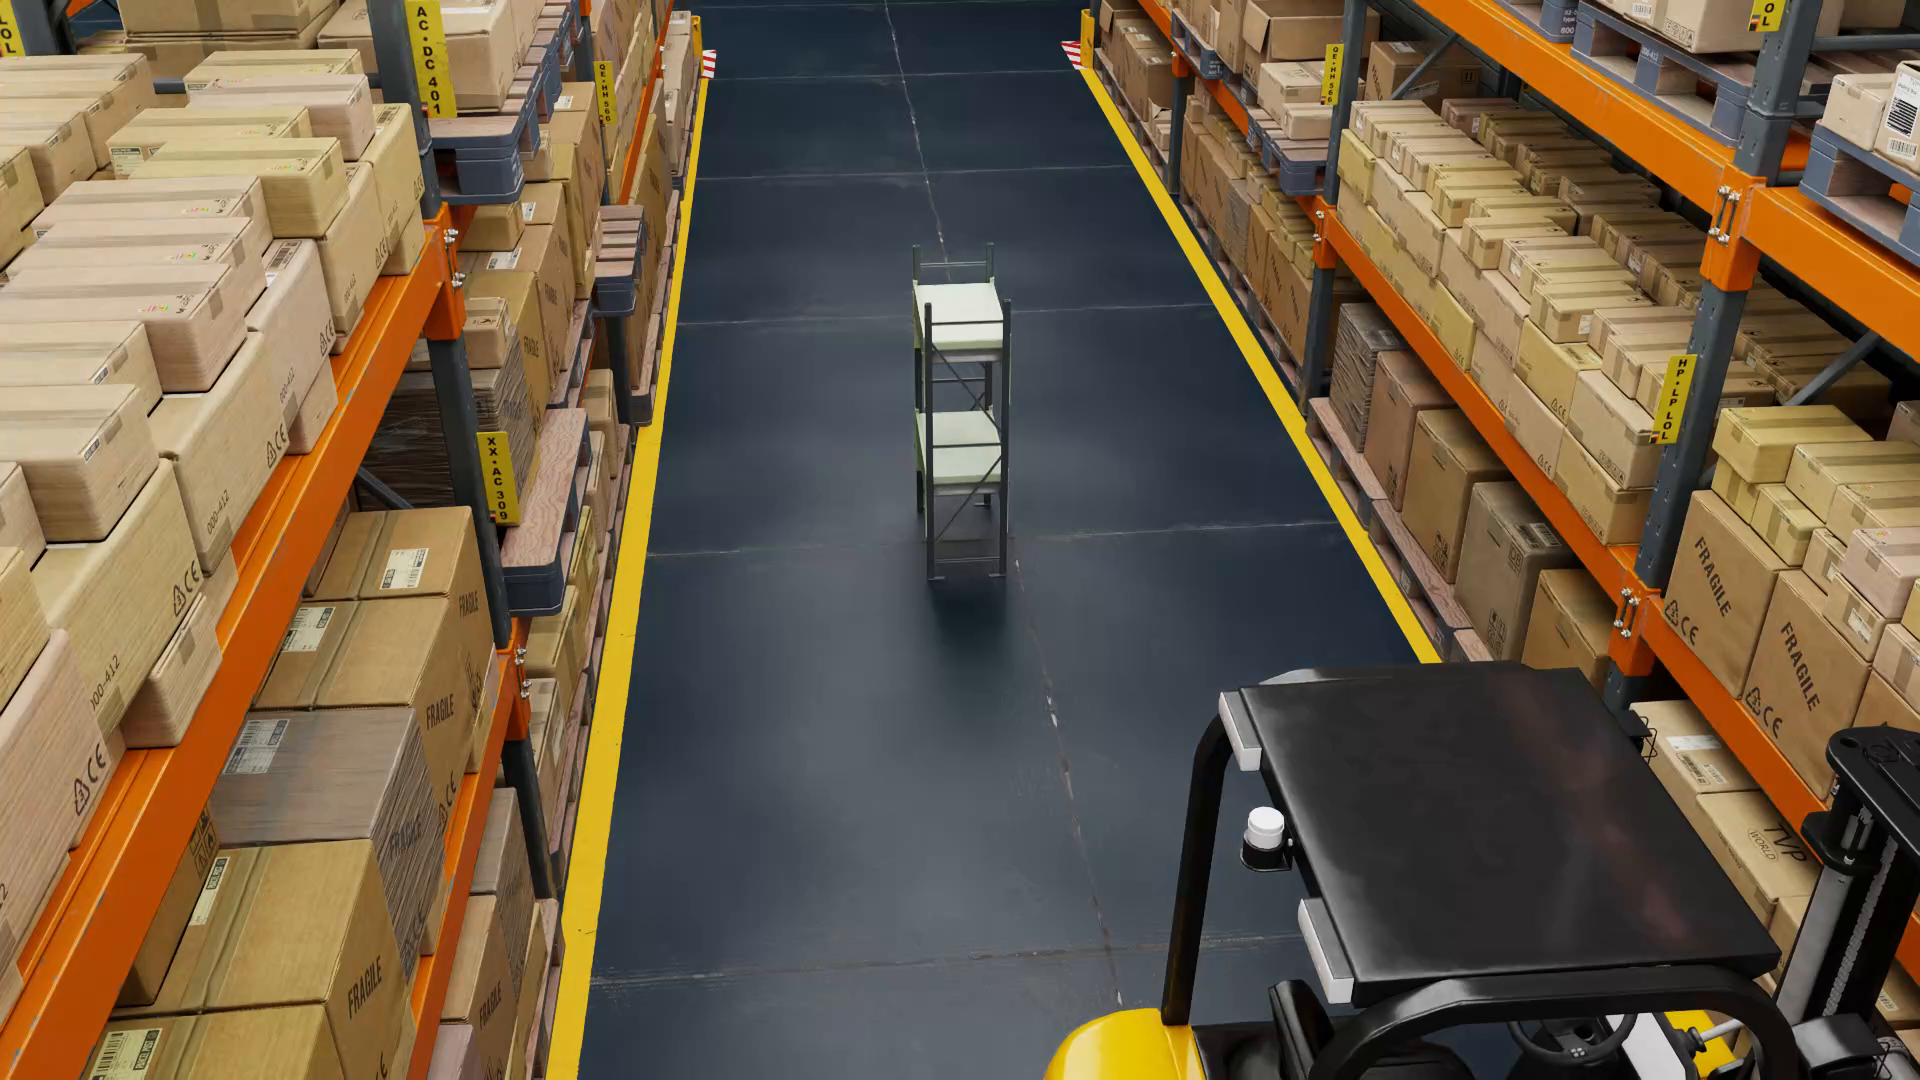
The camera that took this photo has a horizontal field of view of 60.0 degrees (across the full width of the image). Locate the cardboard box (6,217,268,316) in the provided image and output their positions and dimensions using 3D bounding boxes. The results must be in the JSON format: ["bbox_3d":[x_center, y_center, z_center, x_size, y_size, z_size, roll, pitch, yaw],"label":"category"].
[{"bbox_3d":[-1.581,-0.508,3.218,0.380,0.149,0.250,-2,31,-4],"label":"cardboard box"}]

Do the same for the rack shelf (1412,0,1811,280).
[{"bbox_3d":[2.738,-2.036,7.010,1.077,0.370,4.000,-3,31,-5],"label":"rack shelf"}]

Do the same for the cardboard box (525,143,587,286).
[{"bbox_3d":[-1.963,-1.450,7.455,0.500,0.500,0.500,-5,31,-8],"label":"cardboard box"}]

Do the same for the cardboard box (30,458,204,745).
[{"bbox_3d":[-1.535,0.105,2.580,0.500,0.250,0.500,-2,31,-3],"label":"cardboard box"}]

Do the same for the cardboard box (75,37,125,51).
[{"bbox_3d":[-7.788,-4.457,15.077,0.380,0.149,0.250,-2,31,-4],"label":"cardboard box"}]

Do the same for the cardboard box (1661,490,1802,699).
[{"bbox_3d":[2.707,0.160,5.460,0.500,0.500,0.500,-4,31,-6],"label":"cardboard box"}]

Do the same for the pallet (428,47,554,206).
[{"bbox_3d":[-1.968,-1.324,5.299,1.213,0.211,1.003,-3,31,-5],"label":"pallet"}]

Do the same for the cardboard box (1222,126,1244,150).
[{"bbox_3d":[2.124,-2.903,12.080,0.380,0.149,0.250,-3,31,-5],"label":"cardboard box"}]

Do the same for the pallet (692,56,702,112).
[{"bbox_3d":[-2.985,-4.321,15.779,1.003,0.211,1.213,-3,31,-5],"label":"pallet"}]

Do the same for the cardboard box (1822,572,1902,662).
[{"bbox_3d":[2.720,0.211,4.741,0.380,0.149,0.250,-2,31,-3],"label":"cardboard box"}]

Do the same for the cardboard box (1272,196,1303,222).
[{"bbox_3d":[2.237,-2.115,10.762,0.380,0.149,0.250,-2,31,-3],"label":"cardboard box"}]

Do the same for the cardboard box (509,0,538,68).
[{"bbox_3d":[-1.720,-1.777,5.611,0.500,0.250,0.500,-3,31,-5],"label":"cardboard box"}]

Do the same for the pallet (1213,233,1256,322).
[{"bbox_3d":[2.409,-1.886,11.701,1.003,0.211,1.213,-3,31,-5],"label":"pallet"}]

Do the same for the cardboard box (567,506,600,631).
[{"bbox_3d":[-2.205,0.162,7.707,0.950,0.372,0.625,-2,31,-3],"label":"cardboard box"}]

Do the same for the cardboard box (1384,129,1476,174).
[{"bbox_3d":[2.364,-1.957,8.371,0.380,0.149,0.250,-2,31,-3],"label":"cardboard box"}]

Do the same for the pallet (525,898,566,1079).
[{"bbox_3d":[-1.918,1.742,5.628,1.003,0.211,1.213,-3,31,-5],"label":"pallet"}]

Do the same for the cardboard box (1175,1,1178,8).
[{"bbox_3d":[1.897,-4.163,13.040,0.380,0.149,0.250,-2,31,-4],"label":"cardboard box"}]

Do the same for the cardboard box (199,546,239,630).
[{"bbox_3d":[-1.540,0.089,2.996,0.380,0.149,0.250,-4,31,-6],"label":"cardboard box"}]

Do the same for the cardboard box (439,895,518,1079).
[{"bbox_3d":[-1.645,1.431,4.970,0.500,0.500,0.500,-2,31,-4],"label":"cardboard box"}]

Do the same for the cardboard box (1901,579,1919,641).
[{"bbox_3d":[2.780,0.218,4.439,0.380,0.149,0.250,-3,31,-5],"label":"cardboard box"}]

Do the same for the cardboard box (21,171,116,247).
[{"bbox_3d":[-2.190,-0.647,3.839,0.500,0.250,0.500,-3,31,-5],"label":"cardboard box"}]

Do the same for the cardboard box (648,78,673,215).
[{"bbox_3d":[-2.626,-2.836,12.236,0.875,0.875,0.875,-2,31,-3],"label":"cardboard box"}]

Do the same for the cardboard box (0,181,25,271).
[{"bbox_3d":[-2.171,-0.616,3.398,0.380,0.149,0.250,-4,31,-6],"label":"cardboard box"}]

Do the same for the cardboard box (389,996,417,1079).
[{"bbox_3d":[-1.530,1.241,3.992,0.380,0.149,0.250,-2,31,-4],"label":"cardboard box"}]

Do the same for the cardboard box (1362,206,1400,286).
[{"bbox_3d":[2.392,-1.519,8.514,0.500,0.250,0.500,-3,31,-6],"label":"cardboard box"}]

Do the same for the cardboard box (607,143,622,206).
[{"bbox_3d":[-2.185,-2.036,9.380,0.500,0.250,0.500,-3,31,-5],"label":"cardboard box"}]

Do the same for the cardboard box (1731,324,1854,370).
[{"bbox_3d":[3.133,-0.687,6.245,0.380,0.149,0.250,-4,31,-6],"label":"cardboard box"}]

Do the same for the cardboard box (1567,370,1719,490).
[{"bbox_3d":[2.625,-0.425,6.195,0.500,0.250,0.500,-3,31,-6],"label":"cardboard box"}]

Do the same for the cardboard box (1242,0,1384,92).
[{"bbox_3d":[2.215,-3.128,10.551,0.797,0.503,0.637,-3,31,-6],"label":"cardboard box"}]

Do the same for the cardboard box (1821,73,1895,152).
[{"bbox_3d":[2.665,-1.196,4.639,0.380,0.149,0.250,-2,31,-4],"label":"cardboard box"}]

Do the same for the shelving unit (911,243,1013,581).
[{"bbox_3d":[0.001,-0.640,8.360,0.431,1.500,0.755,-3,31,-5],"label":"shelving unit"}]

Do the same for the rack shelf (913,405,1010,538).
[{"bbox_3d":[0.001,-0.361,8.527,0.431,0.370,0.720,-3,31,-5],"label":"rack shelf"}]

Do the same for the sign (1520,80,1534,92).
[{"bbox_3d":[3.104,-2.604,9.055,0.100,0.325,0.005,-3,31,-5],"label":"sign"}]

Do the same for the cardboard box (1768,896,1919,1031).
[{"bbox_3d":[2.754,1.312,4.926,0.500,0.250,0.500,-2,31,-3],"label":"cardboard box"}]

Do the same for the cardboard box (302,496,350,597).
[{"bbox_3d":[-2.191,-0.161,4.732,0.700,0.500,0.500,-3,31,-5],"label":"cardboard box"}]

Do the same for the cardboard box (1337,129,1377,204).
[{"bbox_3d":[2.325,-1.989,8.814,0.500,0.250,0.500,-3,31,-5],"label":"cardboard box"}]

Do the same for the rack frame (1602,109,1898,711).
[{"bbox_3d":[2.925,-0.036,5.885,1.000,3.000,0.127,-3,31,-5],"label":"rack frame"}]

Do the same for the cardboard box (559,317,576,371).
[{"bbox_3d":[-1.848,-0.833,7.055,0.380,0.149,0.250,-2,31,-3],"label":"cardboard box"}]

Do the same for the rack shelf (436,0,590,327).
[{"bbox_3d":[-2.203,-1.796,6.609,1.077,0.370,4.000,-3,31,-5],"label":"rack shelf"}]

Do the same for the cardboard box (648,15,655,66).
[{"bbox_3d":[-2.471,-3.600,11.997,0.500,0.250,0.500,-3,31,-6],"label":"cardboard box"}]

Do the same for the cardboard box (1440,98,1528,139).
[{"bbox_3d":[2.783,-2.243,8.851,0.380,0.149,0.250,-2,31,-3],"label":"cardboard box"}]

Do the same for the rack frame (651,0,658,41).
[{"bbox_3d":[-2.764,-3.881,12.322,1.000,3.000,0.127,-3,31,-5],"label":"rack frame"}]

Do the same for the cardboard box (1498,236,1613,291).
[{"bbox_3d":[2.523,-1.172,7.057,0.380,0.149,0.250,-2,31,-4],"label":"cardboard box"}]

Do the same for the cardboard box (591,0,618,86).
[{"bbox_3d":[-2.249,-2.827,9.485,0.500,0.500,0.500,-3,31,-4],"label":"cardboard box"}]

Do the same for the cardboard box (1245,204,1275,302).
[{"bbox_3d":[2.210,-1.914,11.058,0.500,0.500,0.500,-1,31,-2],"label":"cardboard box"}]

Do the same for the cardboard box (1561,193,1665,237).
[{"bbox_3d":[2.946,-1.460,7.540,0.380,0.149,0.250,-2,31,-3],"label":"cardboard box"}]

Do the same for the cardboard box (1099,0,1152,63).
[{"bbox_3d":[1.767,-4.955,16.145,0.797,0.503,0.637,-4,31,-7],"label":"cardboard box"}]

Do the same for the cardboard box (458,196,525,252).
[{"bbox_3d":[-1.912,-1.233,6.459,0.380,0.149,0.250,-1,31,-2],"label":"cardboard box"}]

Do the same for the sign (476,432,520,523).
[{"bbox_3d":[-1.477,-0.198,5.312,0.100,0.325,0.005,-3,31,-5],"label":"sign"}]

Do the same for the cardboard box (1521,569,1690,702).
[{"bbox_3d":[2.865,0.537,6.832,0.875,0.625,0.625,-1,31,-2],"label":"cardboard box"}]

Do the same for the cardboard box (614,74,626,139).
[{"bbox_3d":[-2.239,-2.523,9.708,0.500,0.250,0.500,-2,31,-3],"label":"cardboard box"}]

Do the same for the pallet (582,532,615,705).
[{"bbox_3d":[-2.208,0.379,7.910,1.003,0.211,1.213,-3,31,-5],"label":"pallet"}]
